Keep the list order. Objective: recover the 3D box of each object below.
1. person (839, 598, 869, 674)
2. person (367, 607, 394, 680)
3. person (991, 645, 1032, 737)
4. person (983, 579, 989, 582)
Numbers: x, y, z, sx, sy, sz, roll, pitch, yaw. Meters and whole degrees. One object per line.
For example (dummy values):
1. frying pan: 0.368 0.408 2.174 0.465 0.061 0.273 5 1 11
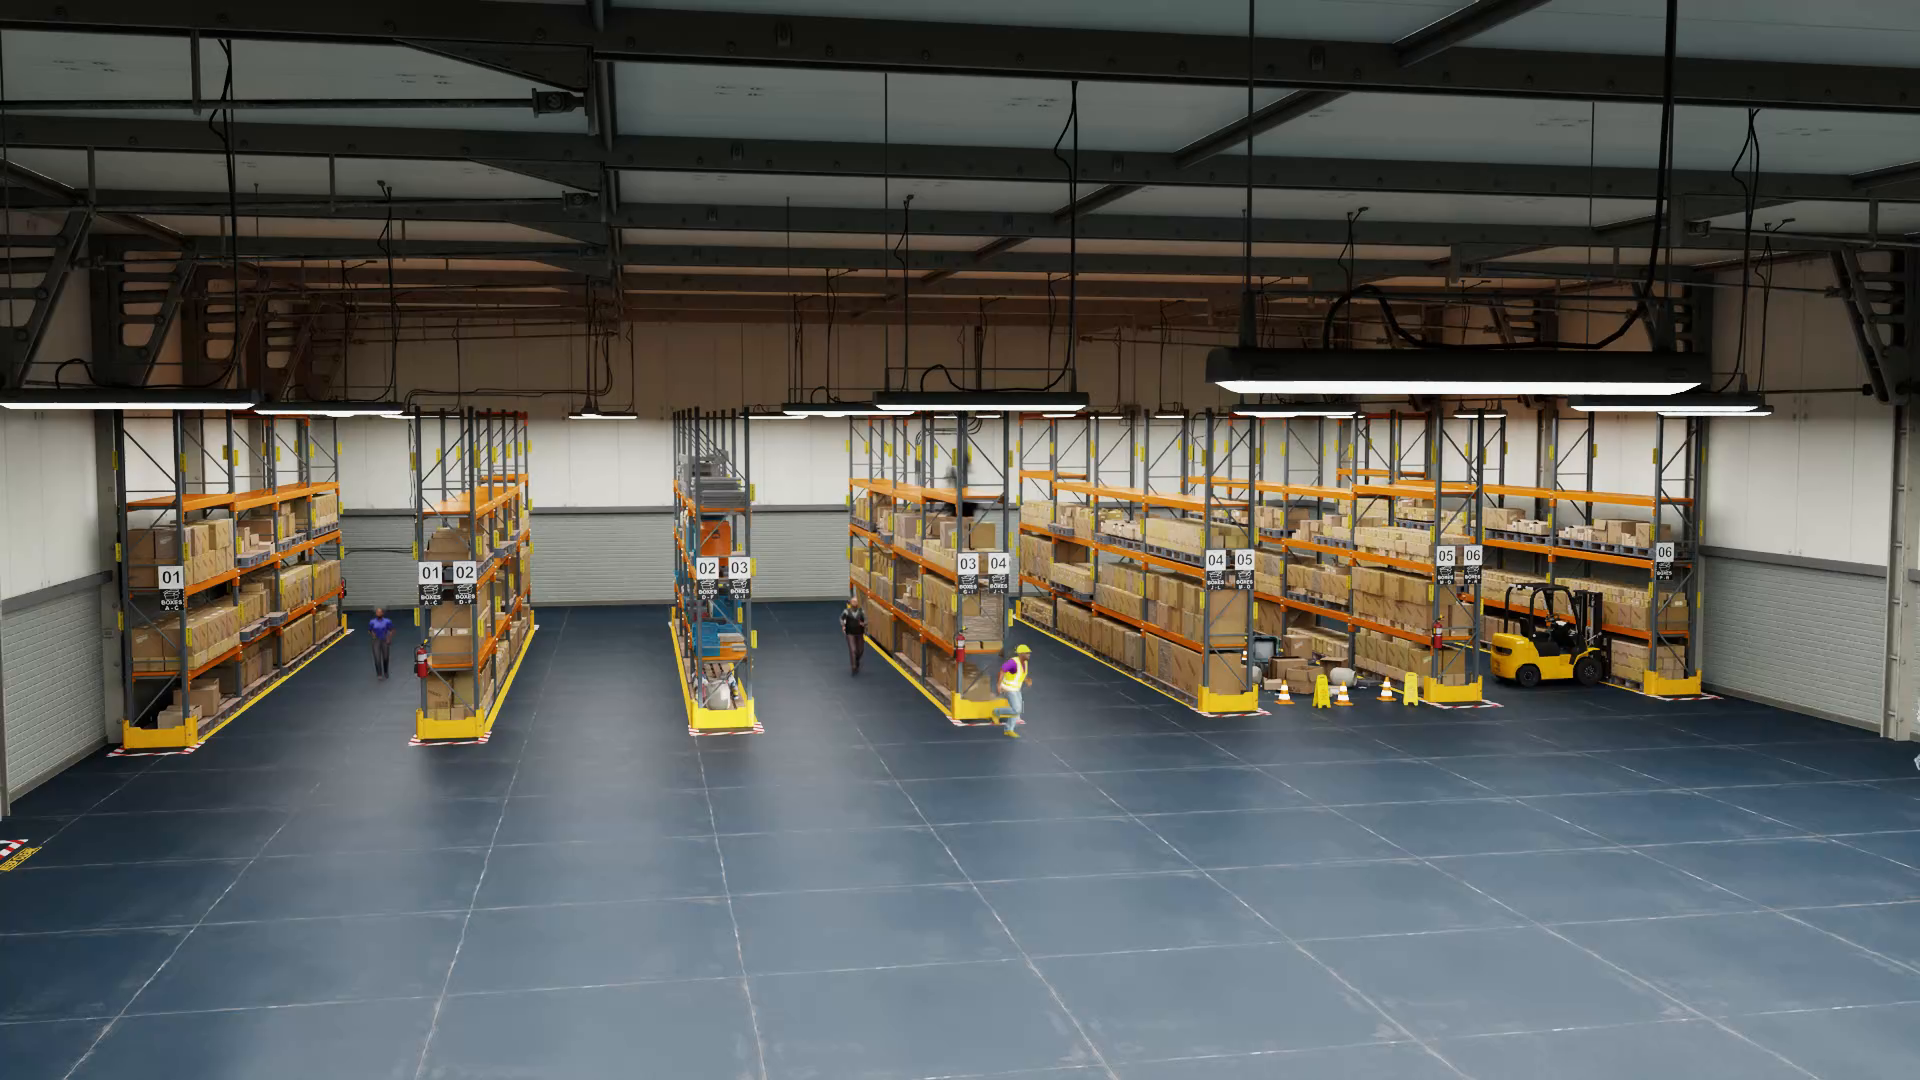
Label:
1. person: -2.409 2.166 37.976 0.667 1.699 0.915 -1 4 -13
2. person: -12.762 2.300 36.642 0.563 1.618 0.572 -1 4 -18
3. person: 0.948 2.742 30.316 0.774 1.689 0.693 2 4 23
4. person: 0.607 1.471 47.524 0.732 1.742 0.832 0 4 5
